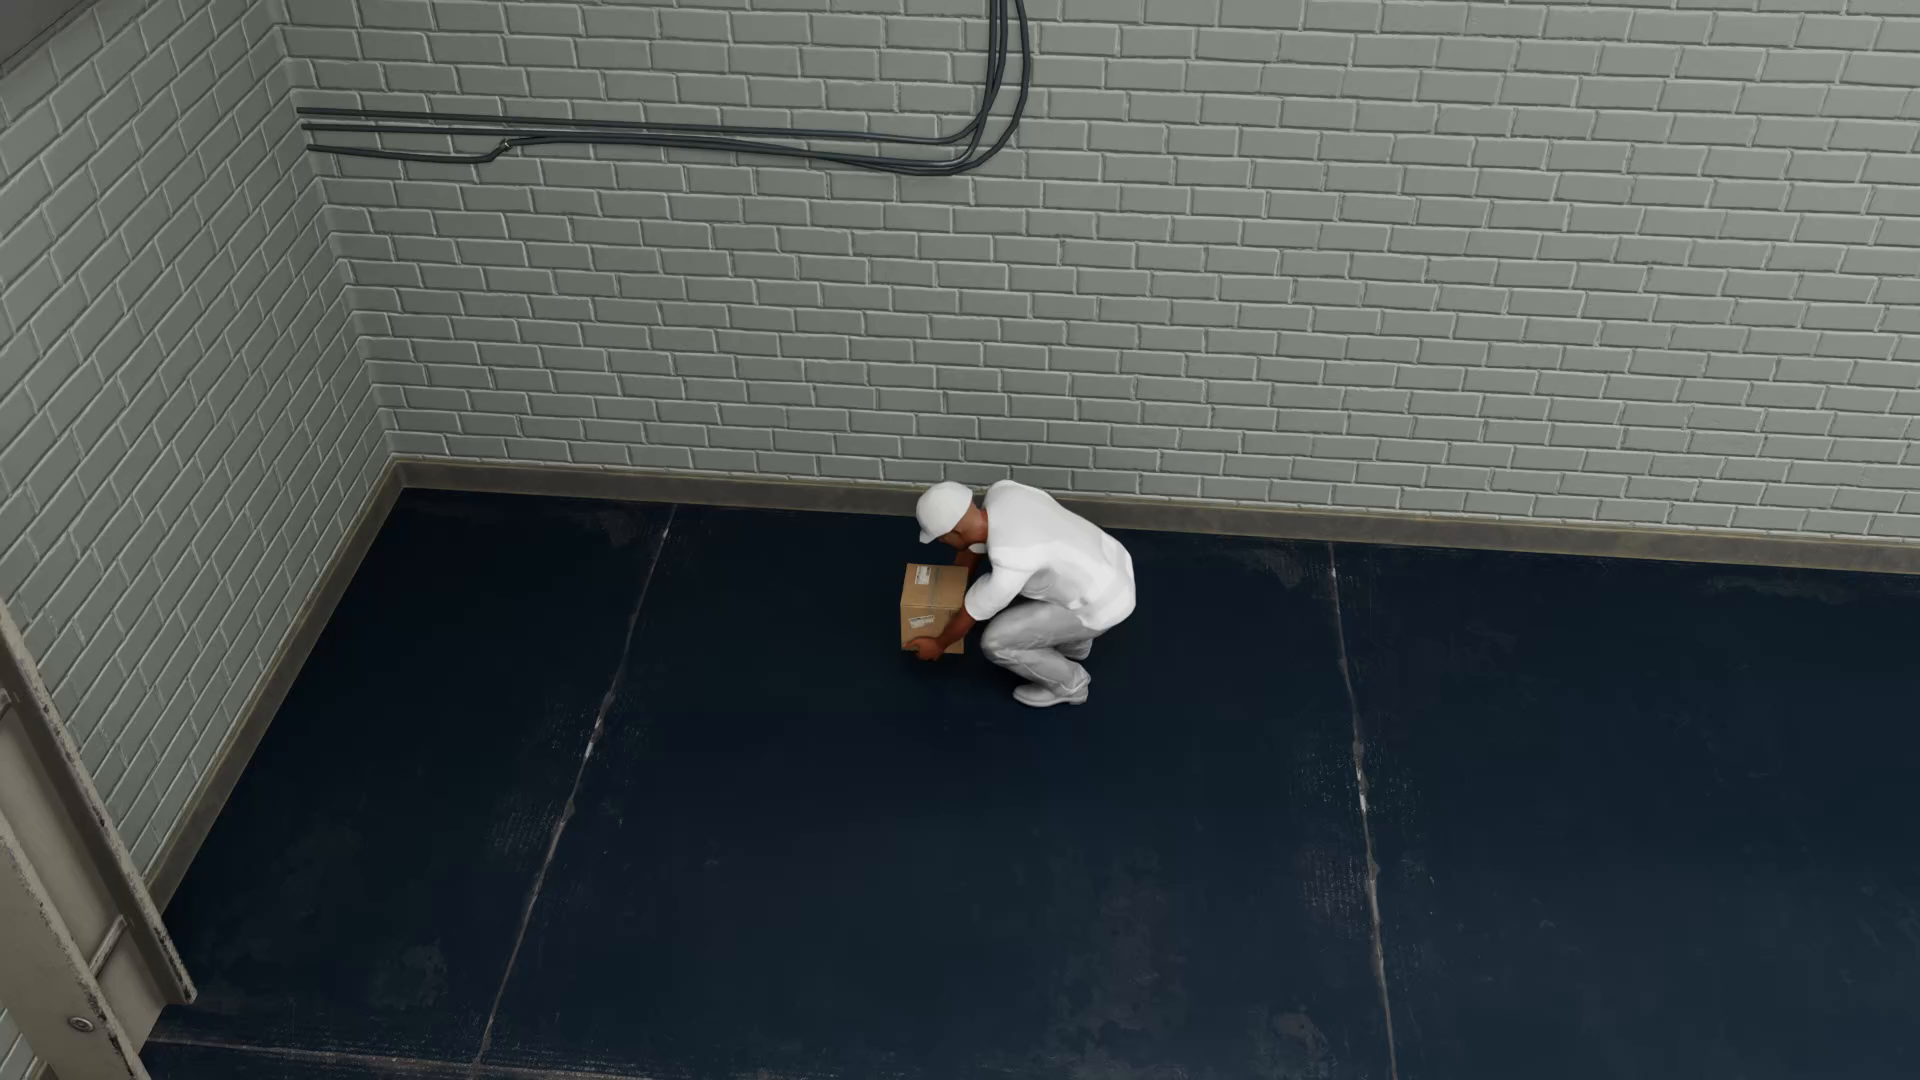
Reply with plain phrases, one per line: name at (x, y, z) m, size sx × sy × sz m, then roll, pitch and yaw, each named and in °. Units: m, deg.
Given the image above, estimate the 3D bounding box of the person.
person at (0.235, 0.180, 6.521) m, size 0.908 × 1.008 × 0.544 m, roll 2°, pitch 40°, yaw 3°
